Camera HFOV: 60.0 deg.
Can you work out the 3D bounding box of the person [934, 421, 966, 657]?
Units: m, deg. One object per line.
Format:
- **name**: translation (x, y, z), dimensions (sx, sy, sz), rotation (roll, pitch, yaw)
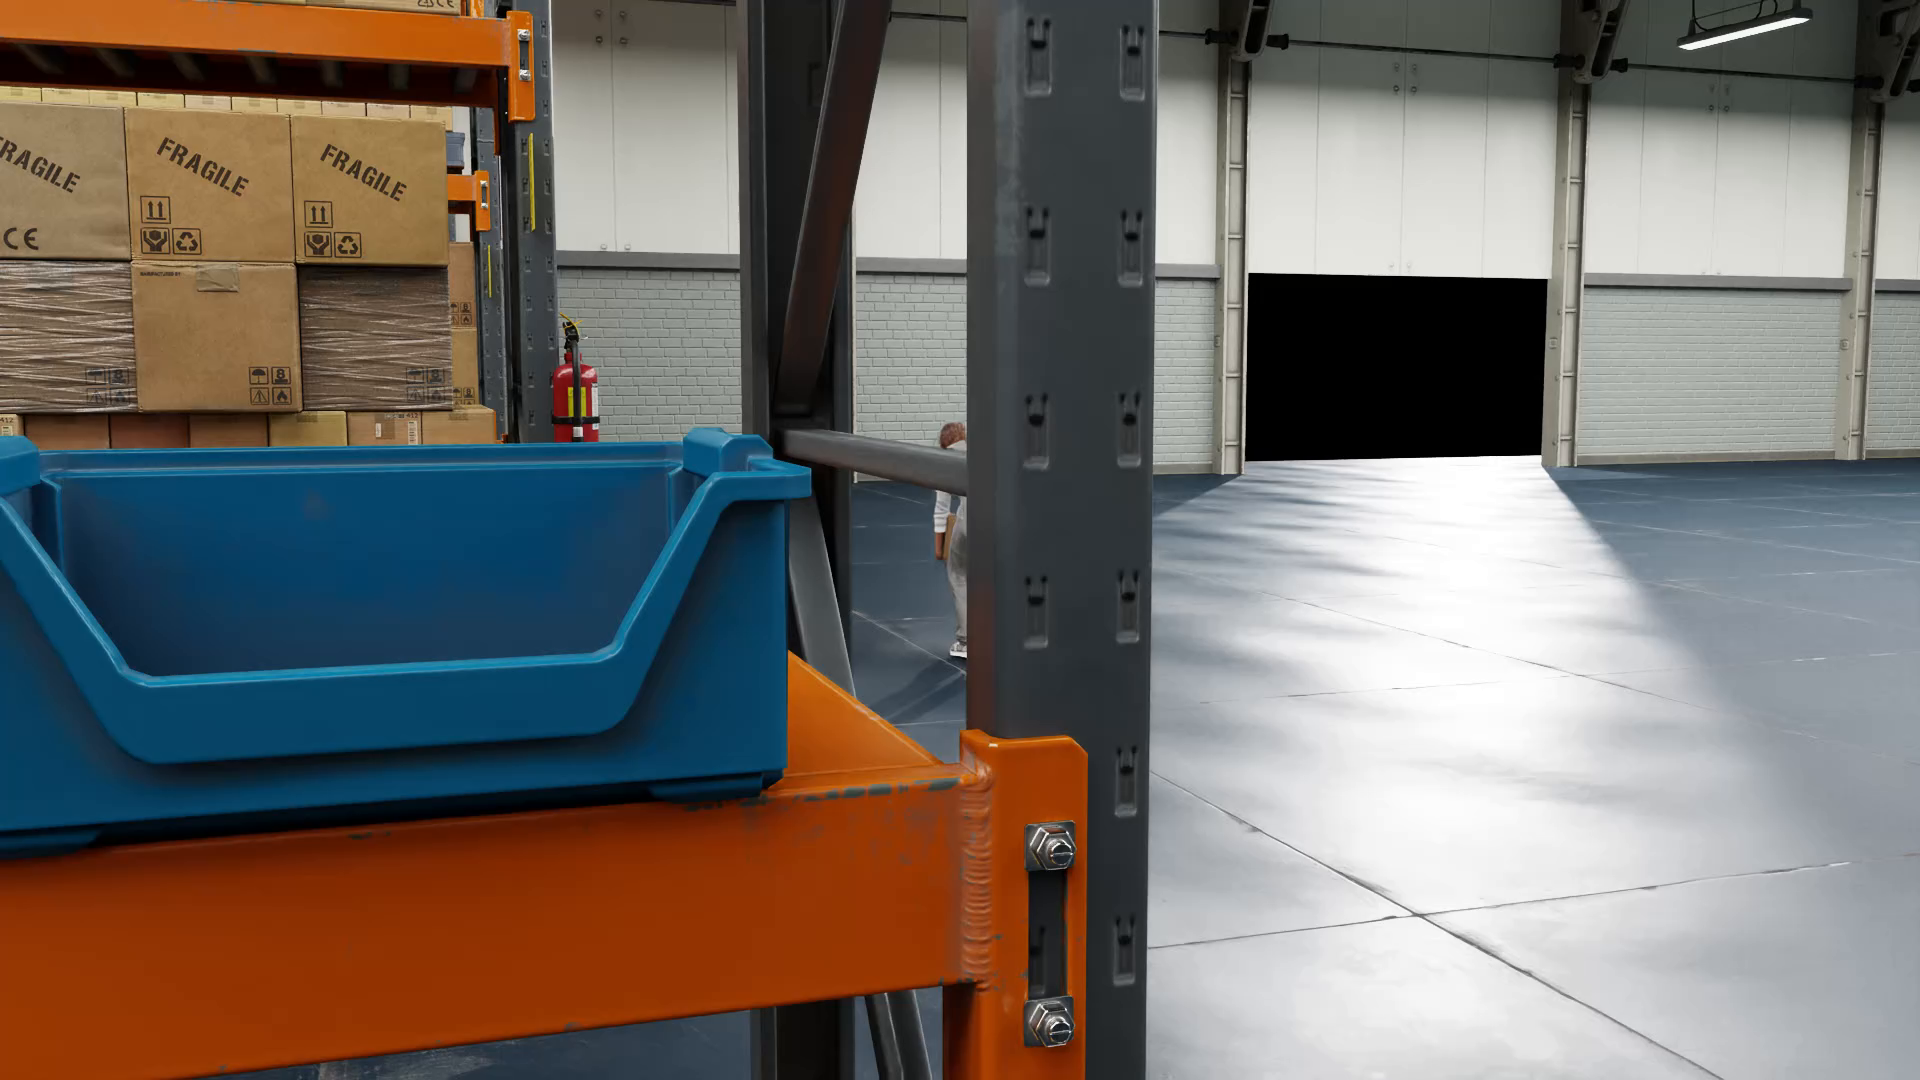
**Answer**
- **person**: translation (0.073, -0.001, 9.334), dimensions (0.385, 1.278, 0.780), rotation (-2, 6, -20)
